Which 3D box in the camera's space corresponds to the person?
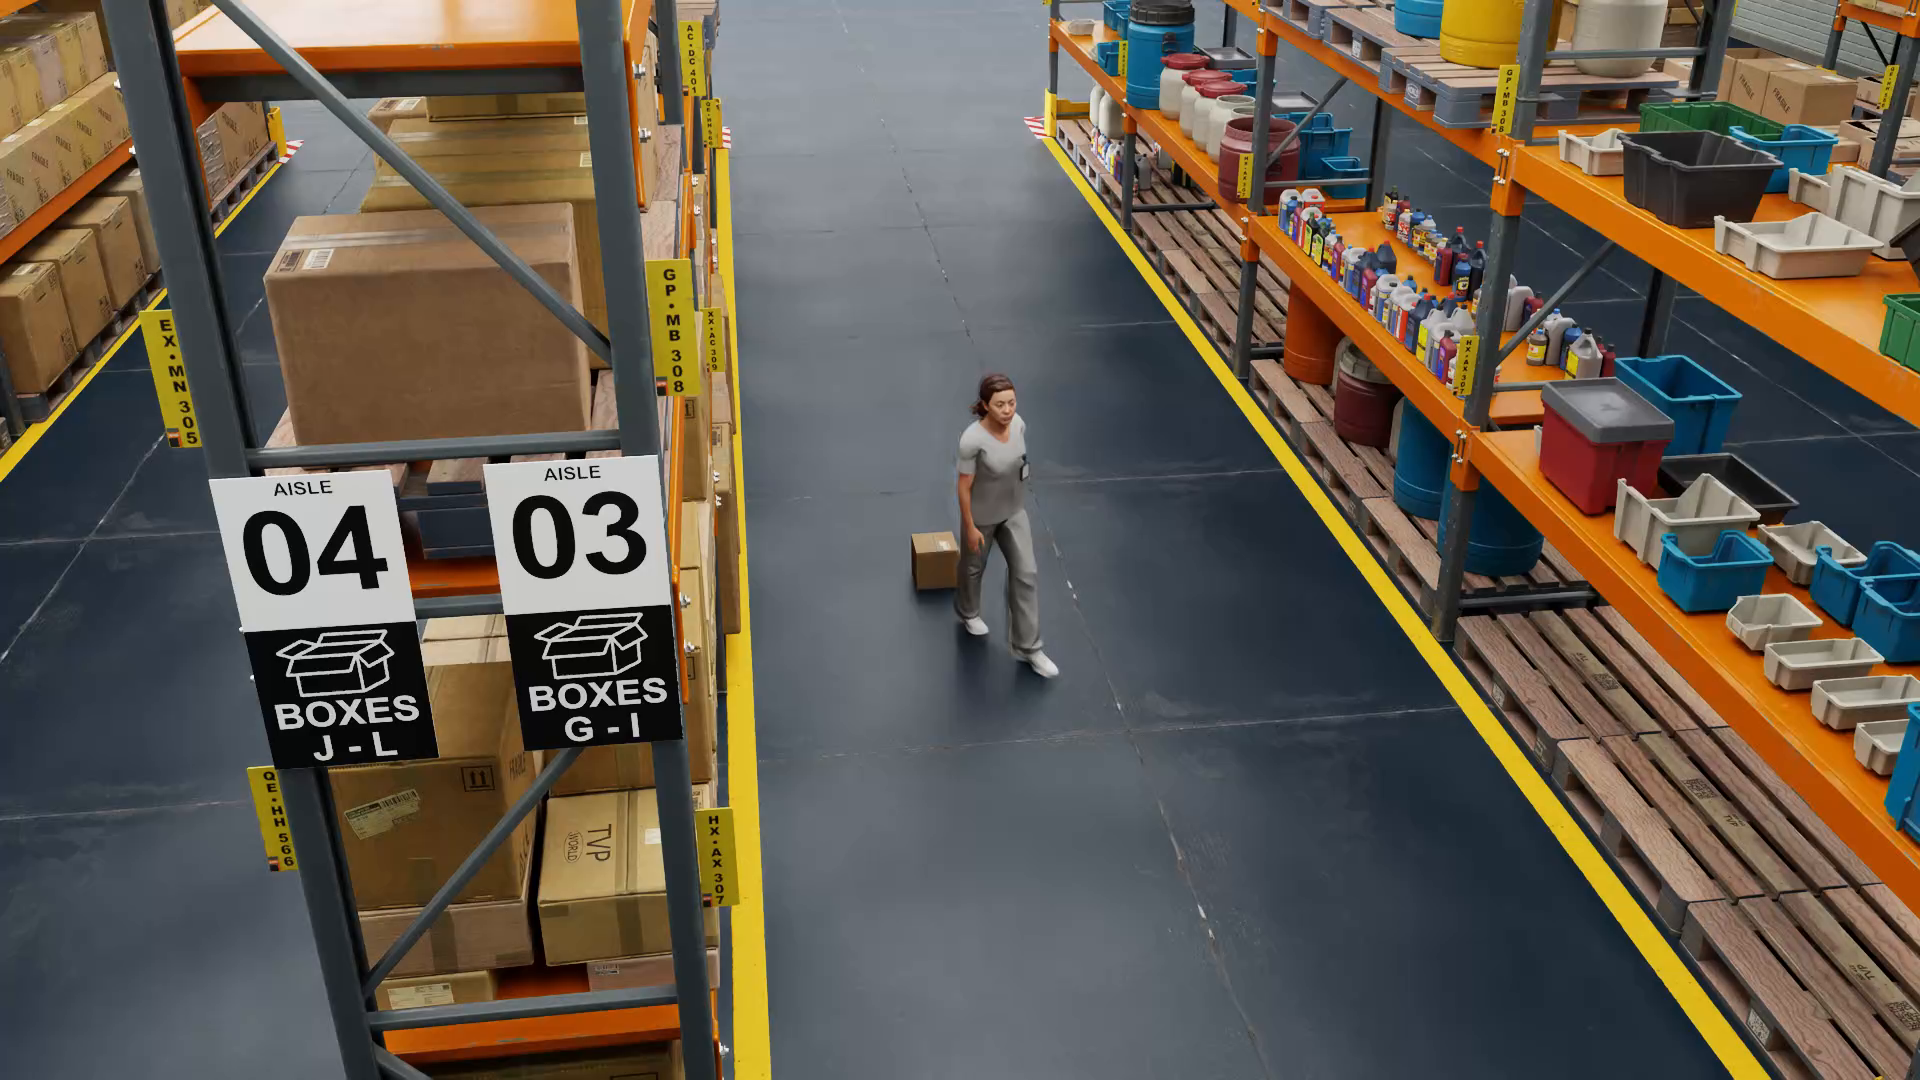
[{"bbox_3d":[0.183,-0.114,8.858,0.470,1.662,0.807,-14,30,-25],"label":"person"}]
